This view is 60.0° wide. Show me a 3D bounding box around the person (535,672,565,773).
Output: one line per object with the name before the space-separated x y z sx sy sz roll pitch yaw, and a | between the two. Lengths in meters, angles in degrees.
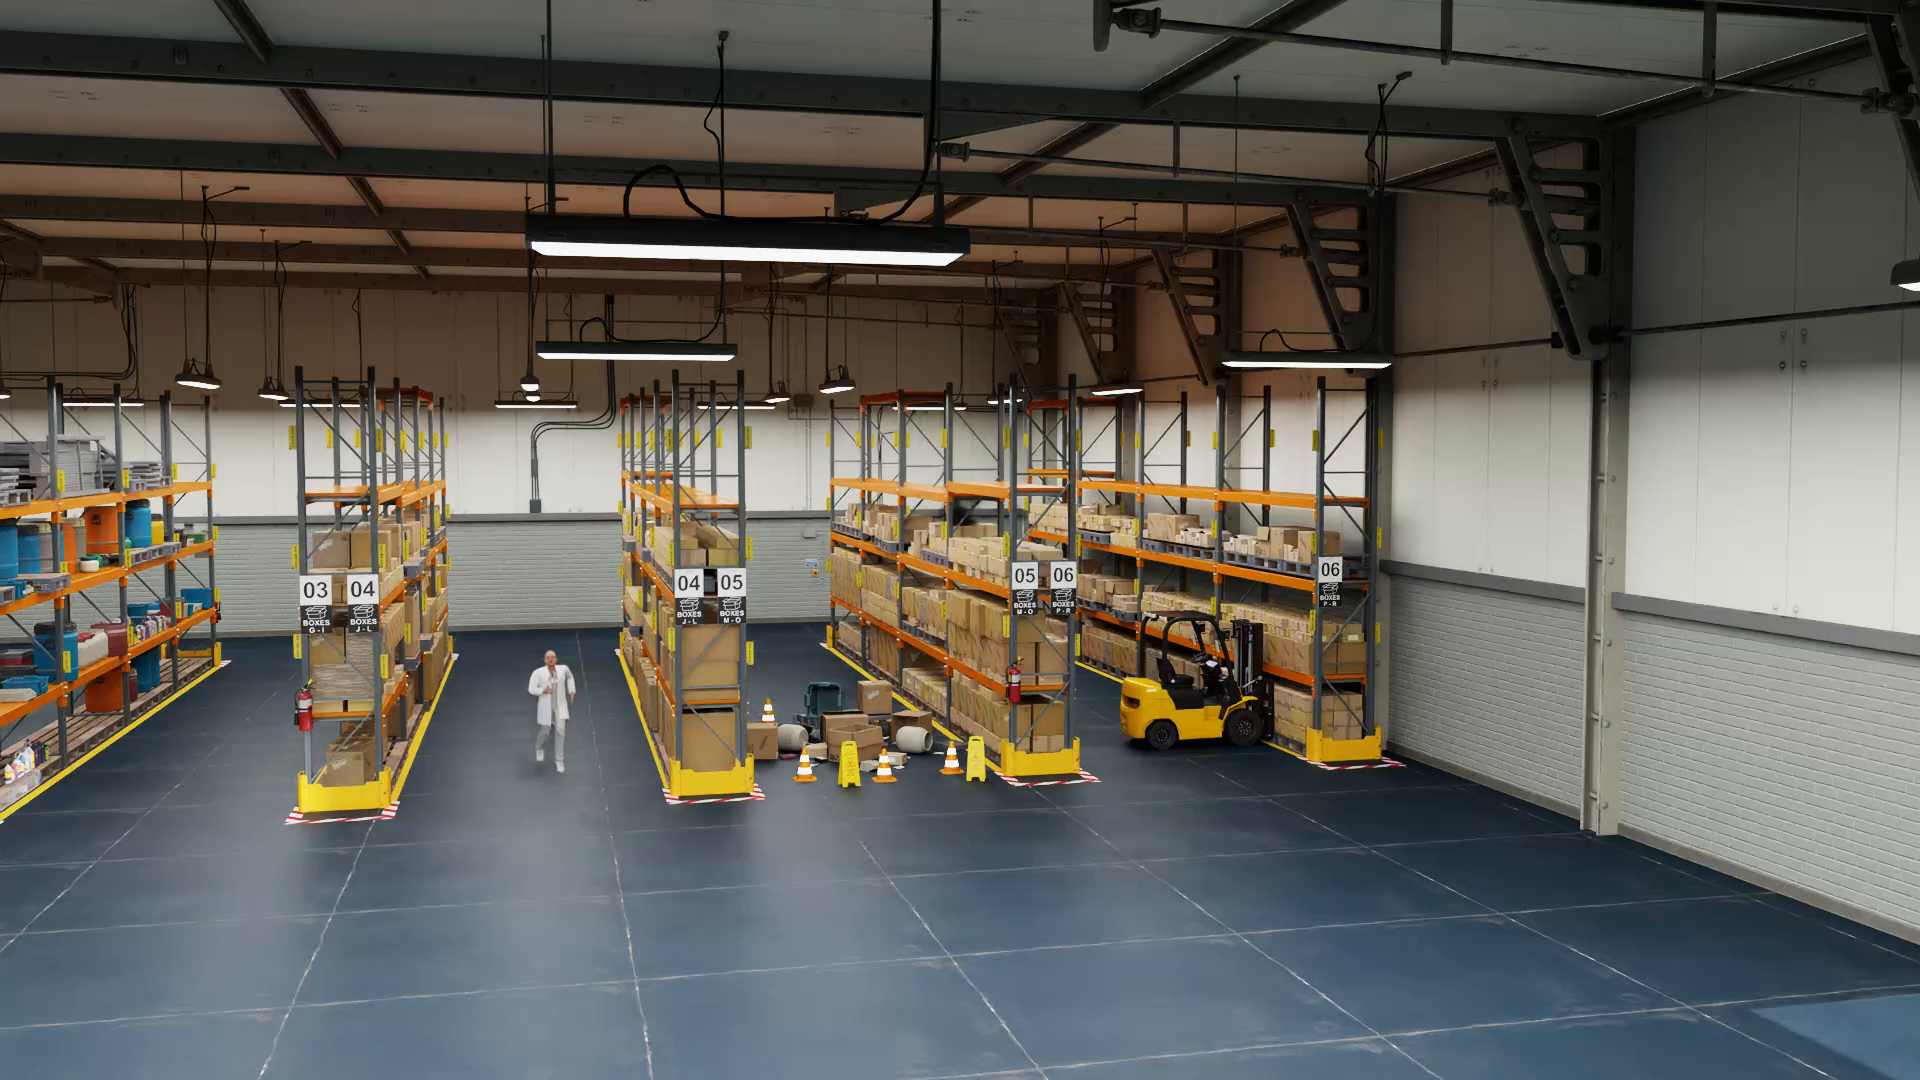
person | -6.270 2.712 25.498 0.617 1.571 1.043 -1 4 -21
